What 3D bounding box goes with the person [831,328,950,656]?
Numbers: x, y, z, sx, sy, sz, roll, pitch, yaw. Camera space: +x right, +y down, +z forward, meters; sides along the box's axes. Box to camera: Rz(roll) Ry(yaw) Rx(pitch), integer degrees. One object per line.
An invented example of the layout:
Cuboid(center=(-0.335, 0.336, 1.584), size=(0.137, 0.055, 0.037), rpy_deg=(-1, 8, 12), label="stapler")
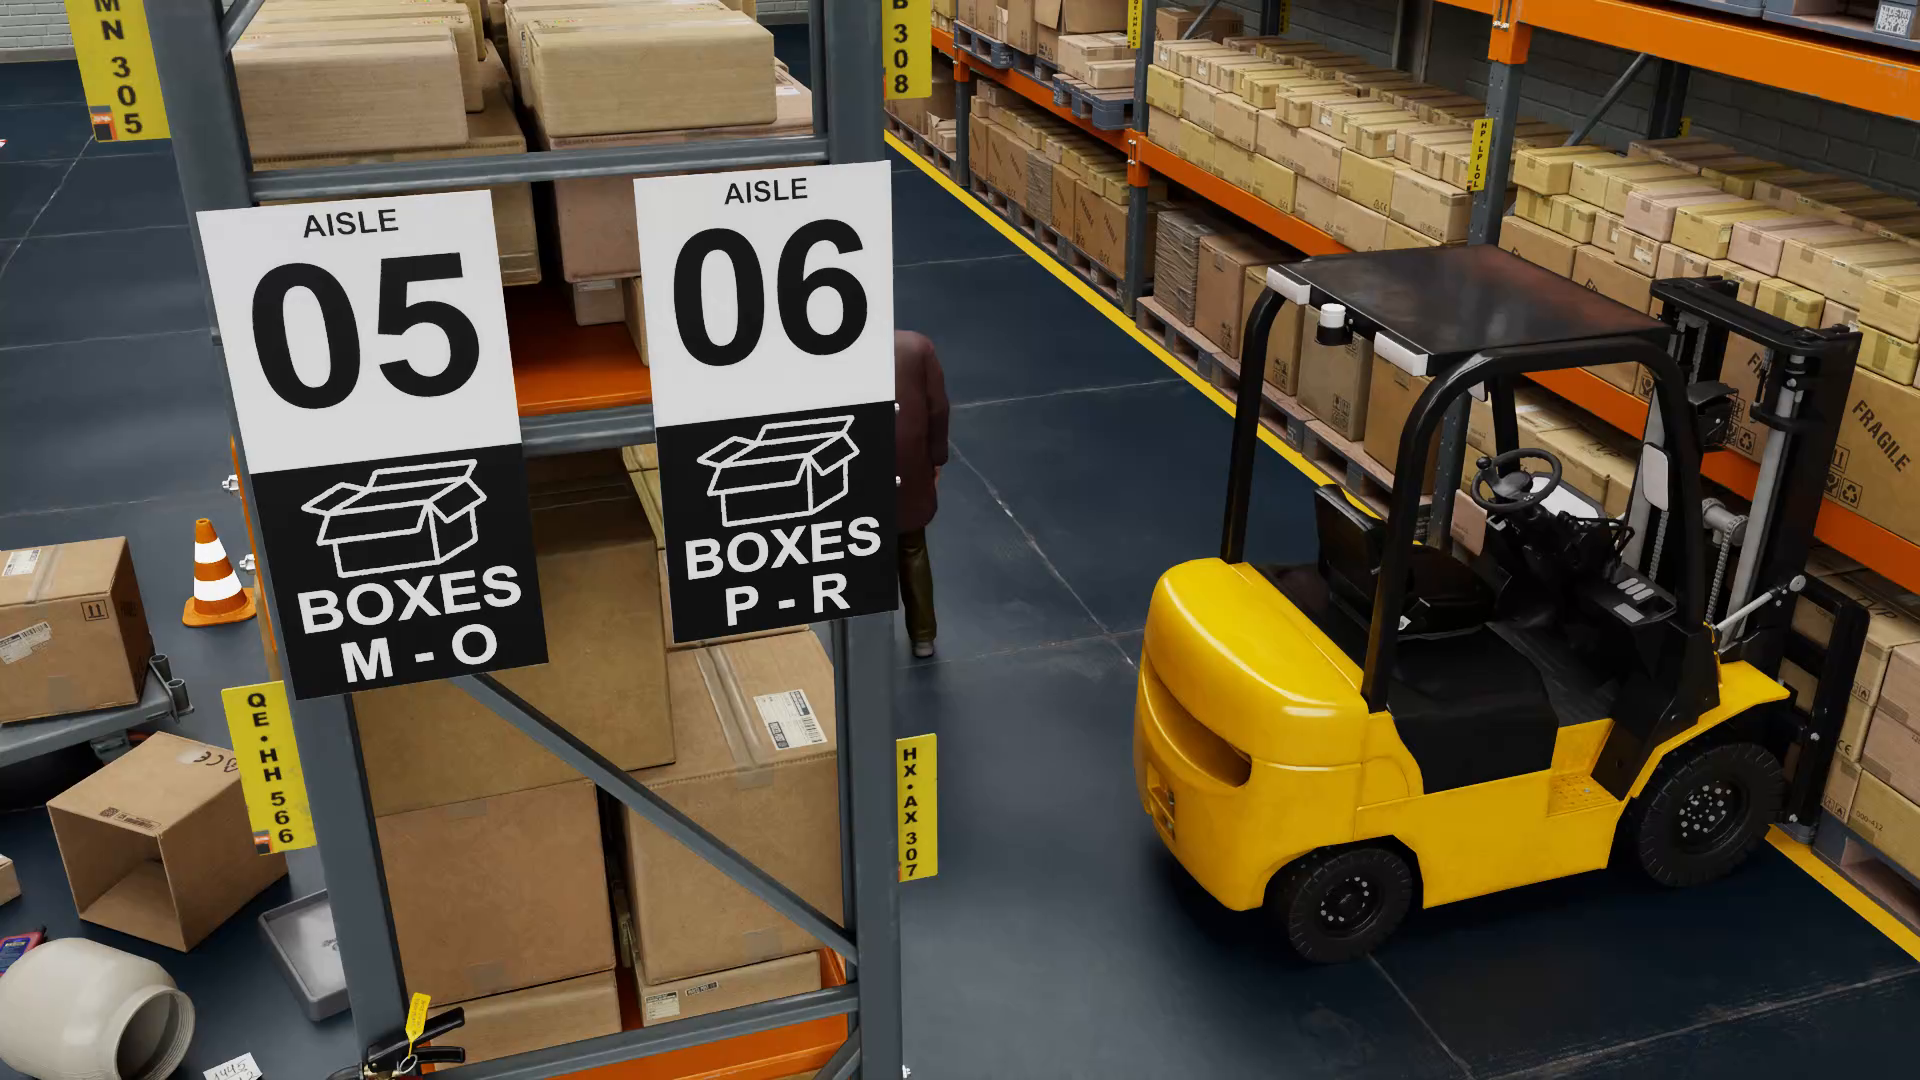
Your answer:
Cuboid(center=(-0.352, -0.296, 7.238), size=(0.643, 1.774, 0.426), rpy_deg=(-10, 28, -19), label="person")
